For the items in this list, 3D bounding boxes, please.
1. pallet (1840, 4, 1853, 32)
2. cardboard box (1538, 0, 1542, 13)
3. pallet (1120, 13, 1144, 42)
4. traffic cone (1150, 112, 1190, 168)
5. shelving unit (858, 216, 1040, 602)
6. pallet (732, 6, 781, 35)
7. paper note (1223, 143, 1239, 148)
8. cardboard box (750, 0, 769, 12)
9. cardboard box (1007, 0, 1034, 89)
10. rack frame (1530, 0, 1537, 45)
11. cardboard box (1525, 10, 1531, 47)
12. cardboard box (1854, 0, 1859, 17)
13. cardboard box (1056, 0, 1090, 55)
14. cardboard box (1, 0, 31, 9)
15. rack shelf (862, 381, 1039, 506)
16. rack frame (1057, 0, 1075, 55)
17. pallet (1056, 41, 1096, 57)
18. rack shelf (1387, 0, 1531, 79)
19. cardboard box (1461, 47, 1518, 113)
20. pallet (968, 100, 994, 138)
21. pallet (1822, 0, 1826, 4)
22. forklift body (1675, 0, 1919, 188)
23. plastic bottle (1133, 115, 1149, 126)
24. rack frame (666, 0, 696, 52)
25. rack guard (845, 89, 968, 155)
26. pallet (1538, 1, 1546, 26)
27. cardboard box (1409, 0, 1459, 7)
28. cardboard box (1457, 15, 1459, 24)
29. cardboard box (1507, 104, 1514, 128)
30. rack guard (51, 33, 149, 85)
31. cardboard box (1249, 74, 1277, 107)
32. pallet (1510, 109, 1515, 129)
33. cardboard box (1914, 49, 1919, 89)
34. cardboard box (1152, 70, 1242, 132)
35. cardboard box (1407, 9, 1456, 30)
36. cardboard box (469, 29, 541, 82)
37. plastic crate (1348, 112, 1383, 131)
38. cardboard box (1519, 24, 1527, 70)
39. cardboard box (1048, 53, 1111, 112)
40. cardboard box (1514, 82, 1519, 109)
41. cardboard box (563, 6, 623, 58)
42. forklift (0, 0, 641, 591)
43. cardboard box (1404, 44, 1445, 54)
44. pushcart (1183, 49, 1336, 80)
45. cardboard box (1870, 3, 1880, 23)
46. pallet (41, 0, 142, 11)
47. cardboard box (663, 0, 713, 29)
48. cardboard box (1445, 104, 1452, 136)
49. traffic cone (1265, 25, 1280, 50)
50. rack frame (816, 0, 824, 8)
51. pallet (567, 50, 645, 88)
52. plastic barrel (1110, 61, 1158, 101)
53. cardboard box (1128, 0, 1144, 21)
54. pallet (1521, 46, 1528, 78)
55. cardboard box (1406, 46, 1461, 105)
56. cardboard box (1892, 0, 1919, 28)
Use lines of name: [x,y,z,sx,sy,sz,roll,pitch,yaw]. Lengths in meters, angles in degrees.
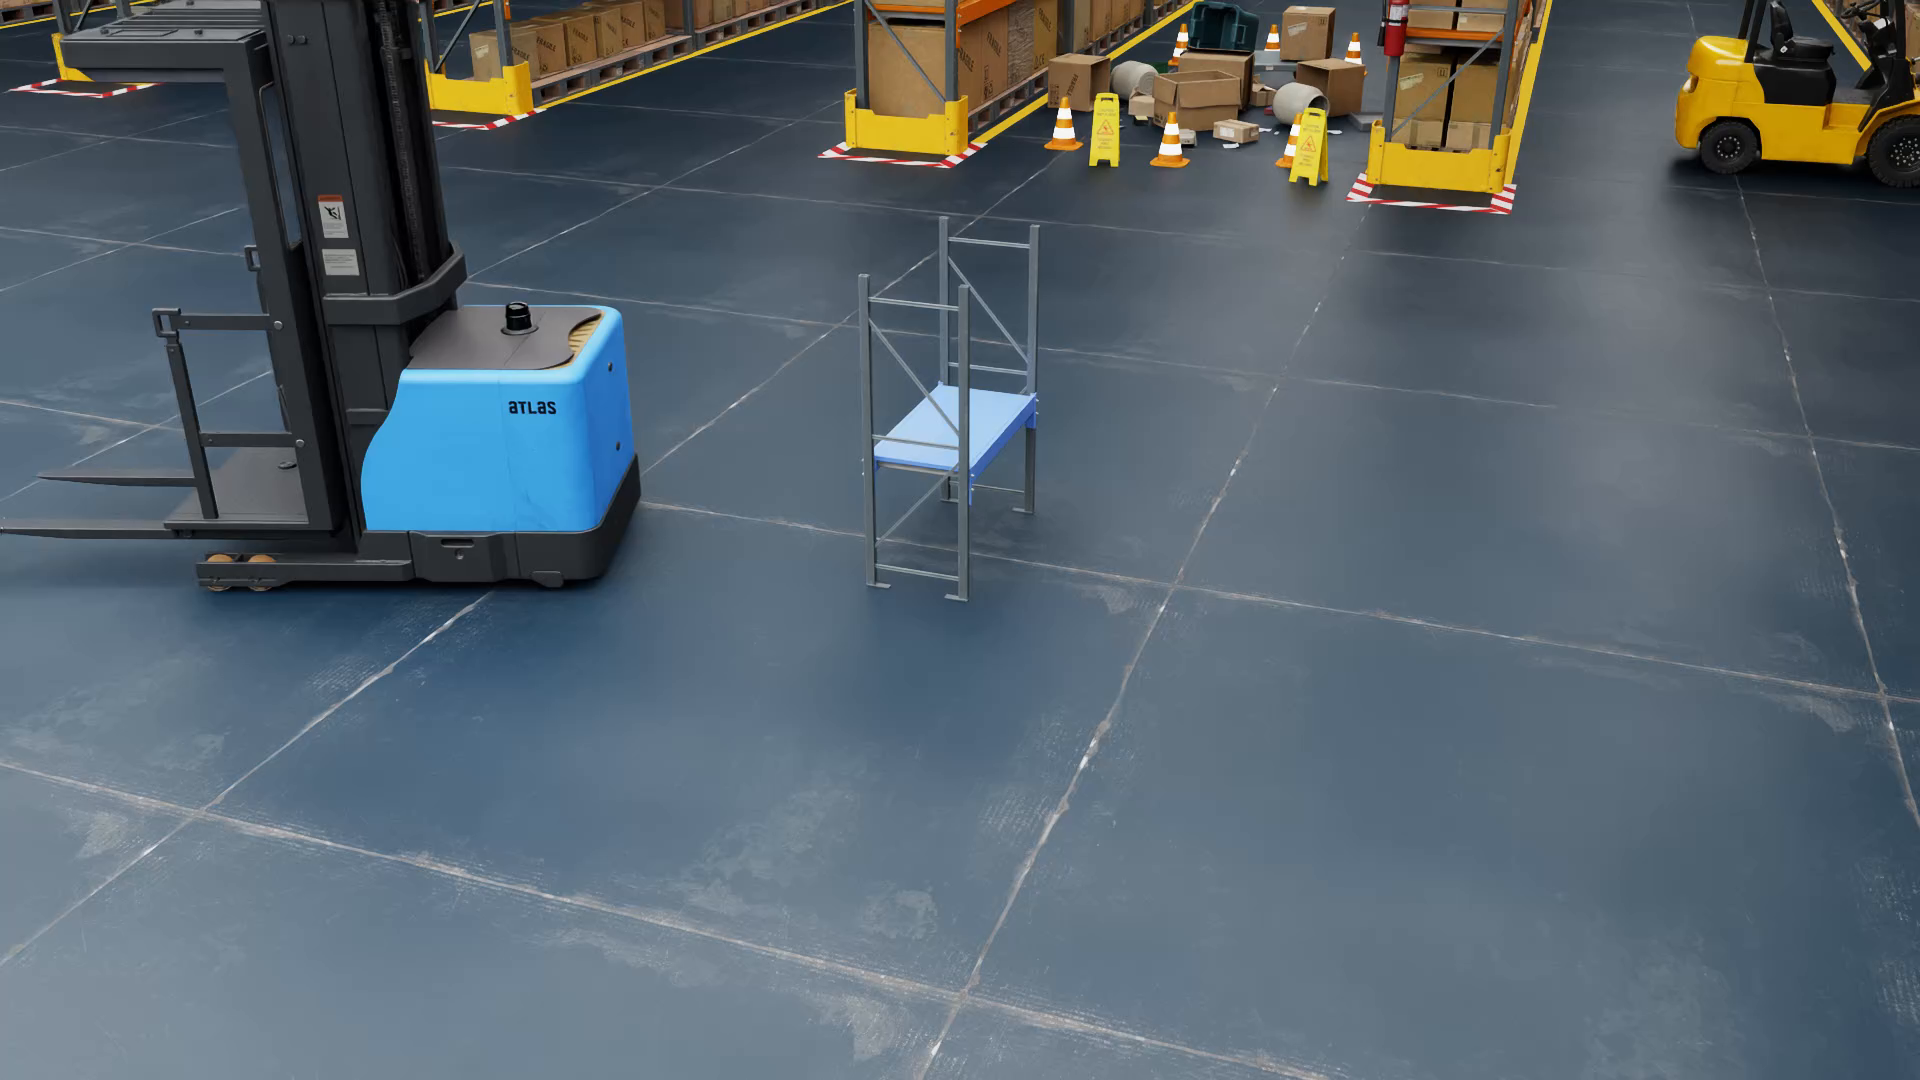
pallet: [12.634,-7.103,22.678,1.003,0.211,1.213,9,27,17]
cardboard box: [7.465,-7.643,22.549,0.875,0.875,0.875,9,27,18]
pallet: [1.821,-6.881,22.219,1.003,0.211,1.213,9,27,17]
traffic cone: [1.960,-3.728,15.419,0.336,0.463,0.334,9,27,17]
shelving unit: [-0.028,-0.640,7.851,0.538,1.500,1.048,9,27,17]
pallet: [-3.158,-7.134,22.742,1.003,0.211,1.213,9,27,17]
paper note: [2.631,-3.826,16.116,0.148,0.019,0.142,0,26,-1]
cardboard box: [-3.048,-7.540,22.745,0.700,0.500,0.500,11,28,22]
cardboard box: [0.252,-5.418,17.955,0.875,0.875,0.875,9,27,18]
rack frame: [6.856,-7.772,20.861,1.000,3.000,0.127,9,27,17]
cardboard box: [6.421,-6.243,20.236,0.950,0.372,0.625,8,27,16]
cardboard box: [12.158,-7.171,22.005,0.500,0.500,0.500,8,27,16]
cardboard box: [0.945,-6.249,19.815,1.050,0.750,0.750,9,27,17]
cardboard box: [-13.285,-7.529,23.031,0.500,0.250,0.500,9,27,17]
rack shelf: [-0.028,-0.478,7.929,0.538,0.185,1.000,9,27,17]
rack frame: [0.823,-6.805,18.862,1.000,3.000,0.127,9,27,17]
pallet: [1.009,-5.878,20.148,1.003,0.211,1.213,9,27,17]
rack shelf: [4.859,-4.983,15.925,1.077,0.370,4.000,9,27,17]
cardboard box: [4.900,-4.290,15.482,0.500,0.500,0.500,8,27,16]
pallet: [-0.315,-4.246,16.777,1.003,0.211,1.213,9,27,17]
pallet: [13.503,-8.228,25.001,1.003,0.211,1.213,9,27,17]
forklift body: [7.786,-4.428,14.928,2.313,2.155,1.214,9,27,17]
plastic bottle: [1.858,-4.322,17.107,0.133,0.061,0.283,0,26,-1]
rack frame: [-3.820,-7.566,20.434,1.000,3.000,0.127,9,27,17]
rack guard: [-0.516,-4.026,15.992,1.175,0.500,0.348,9,27,17]
pallet: [7.597,-7.330,23.147,1.003,0.211,1.213,9,27,17]
cardboard box: [4.115,-4.927,14.527,0.500,0.500,0.500,8,27,17]
cardboard box: [4.572,-4.587,14.570,0.380,0.149,0.250,9,27,18]
cardboard box: [4.900,-3.936,15.611,0.500,0.250,0.500,10,27,19]
rack guard: [-9.841,-5.553,19.146,1.175,0.500,0.348,9,27,17]
cardboard box: [3.230,-4.874,18.013,0.258,0.266,0.396,-9,27,-18]
pallet: [4.930,-4.089,16.454,1.003,0.211,1.213,9,27,17]
cardboard box: [10.635,-5.064,17.511,0.875,0.625,0.625,8,27,17]
cardboard box: [2.391,-4.450,16.864,0.797,0.503,0.637,-9,27,-18]
cardboard box: [4.116,-4.556,14.507,0.380,0.149,0.250,10,27,19]
cardboard box: [-4.928,-5.240,18.017,0.500,0.500,0.500,14,29,27]
plastic crate: [4.229,-4.288,17.015,0.402,0.080,0.583,0,26,-1]
cardboard box: [5.413,-4.926,16.795,0.500,0.500,0.500,9,27,18]
cardboard box: [1.274,-4.894,17.782,0.500,0.500,0.500,14,29,26]
cardboard box: [5.414,-4.578,16.936,0.500,0.250,0.500,8,27,16]
cardboard box: [-4.307,-5.968,19.521,0.500,0.500,0.500,6,27,13]
forklift: [-3.164,-1.310,7.593,3.031,2.935,1.130,0,26,1]
cardboard box: [4.273,-4.593,15.363,0.380,0.149,0.250,10,27,19]
pushcart: [3.358,-5.258,18.677,1.648,0.377,0.936,0,26,-1]
cardboard box: [11.652,-6.527,20.675,0.500,0.500,0.500,8,27,17]
pallet: [-12.952,-8.057,24.649,1.003,0.211,1.213,9,27,17]
cardboard box: [-3.596,-6.888,21.397,0.700,0.500,0.500,7,27,13]
cardboard box: [4.389,-4.019,15.782,0.500,0.250,0.500,9,27,18]
traffic cone: [3.771,-5.964,20.036,0.336,0.463,0.334,9,27,17]
rack frame: [-2.489,-9.209,23.829,1.000,3.000,0.127,9,27,17]
pallet: [-4.415,-5.526,19.422,1.003,0.211,1.213,9,27,17]
plastic barrel: [1.892,-4.957,18.002,0.421,0.421,0.512,-14,29,-27]
cardboard box: [1.867,-7.388,22.166,1.050,0.750,0.750,8,27,17]
pallet: [6.187,-5.697,19.773,1.003,0.211,1.213,9,27,17]
cardboard box: [4.385,-4.356,15.617,0.500,0.500,0.500,10,28,19]
cardboard box: [11.317,-5.920,19.278,0.875,0.625,0.625,10,27,19]
